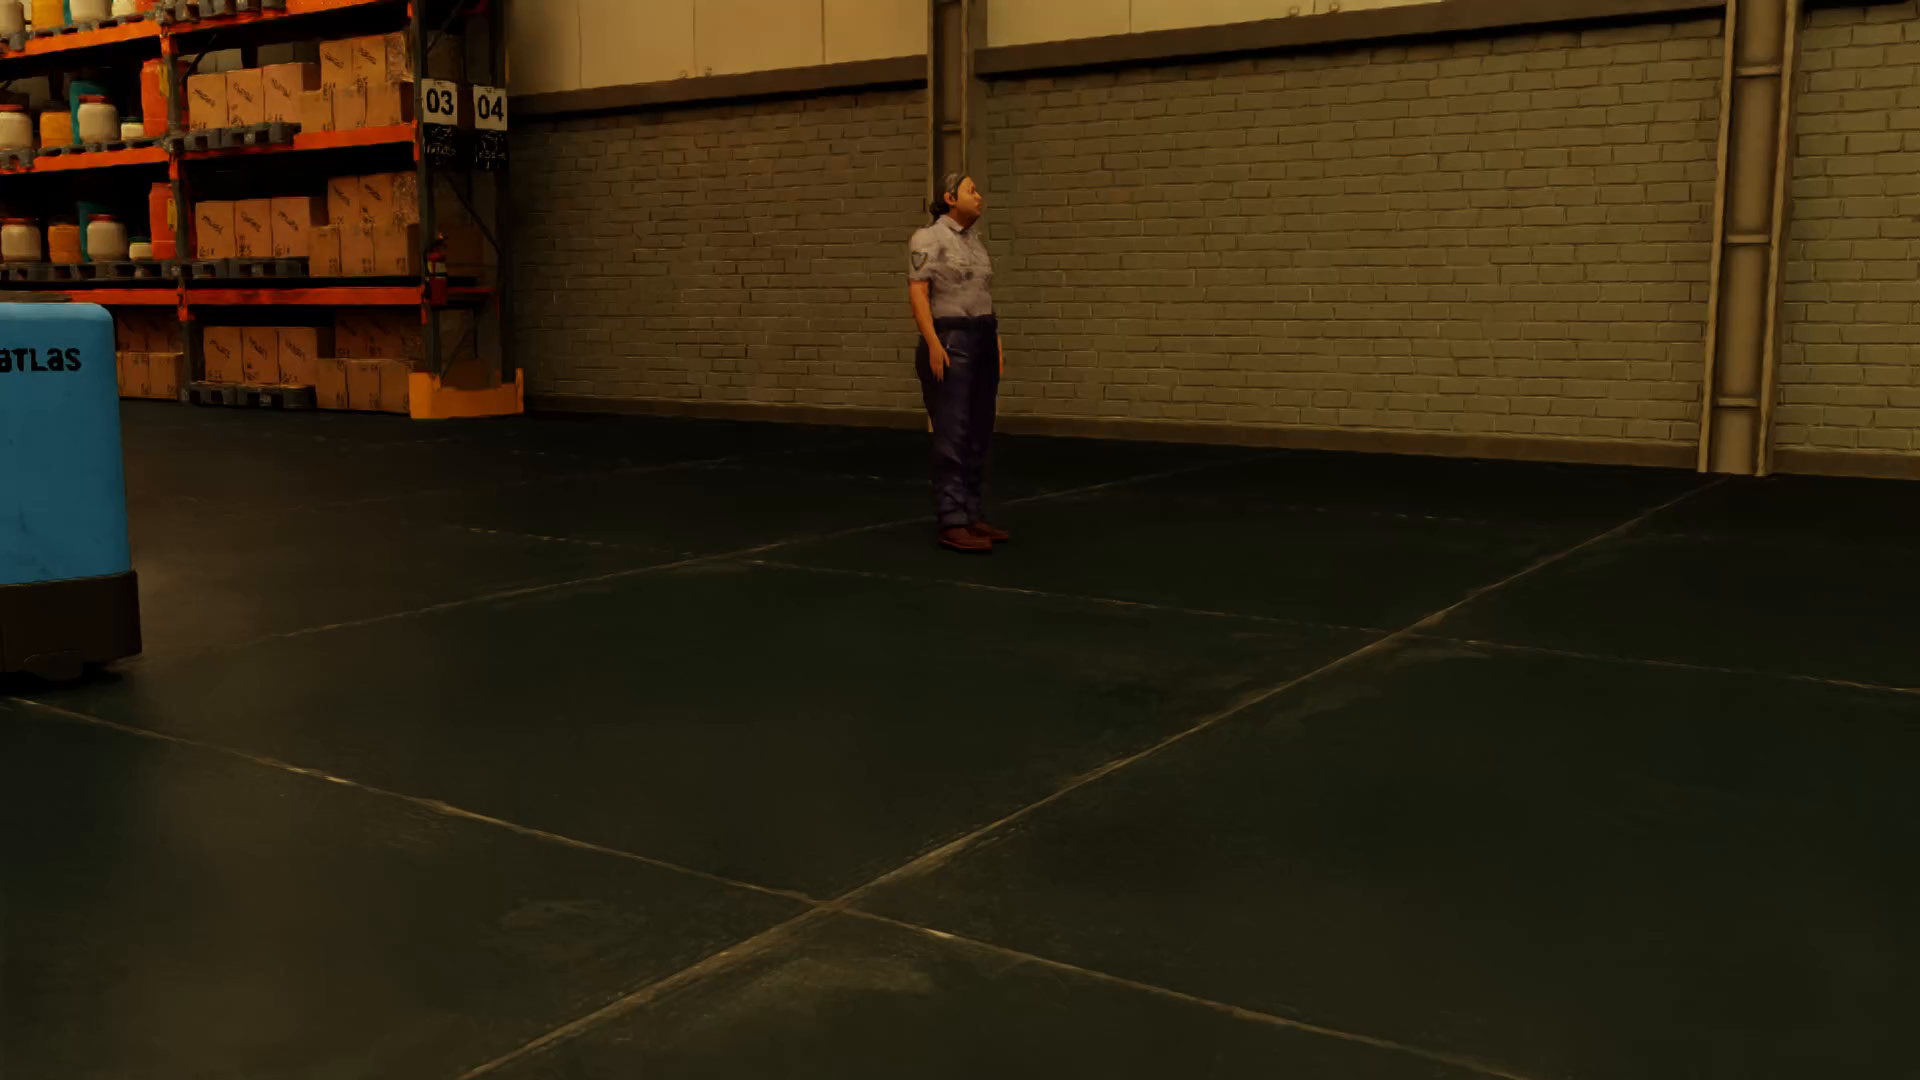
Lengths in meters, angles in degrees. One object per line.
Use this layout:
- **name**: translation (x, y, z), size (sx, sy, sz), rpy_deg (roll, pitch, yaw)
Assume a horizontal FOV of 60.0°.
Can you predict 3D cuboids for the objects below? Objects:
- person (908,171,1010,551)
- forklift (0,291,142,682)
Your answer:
- **person**: translation (0.062, -0.813, 7.418), size (0.502, 1.650, 0.599), rpy_deg (5, 10, 34)
- **forklift**: translation (-3.794, -0.962, 3.954), size (3.031, 2.935, 1.130), rpy_deg (-7, 11, -42)
